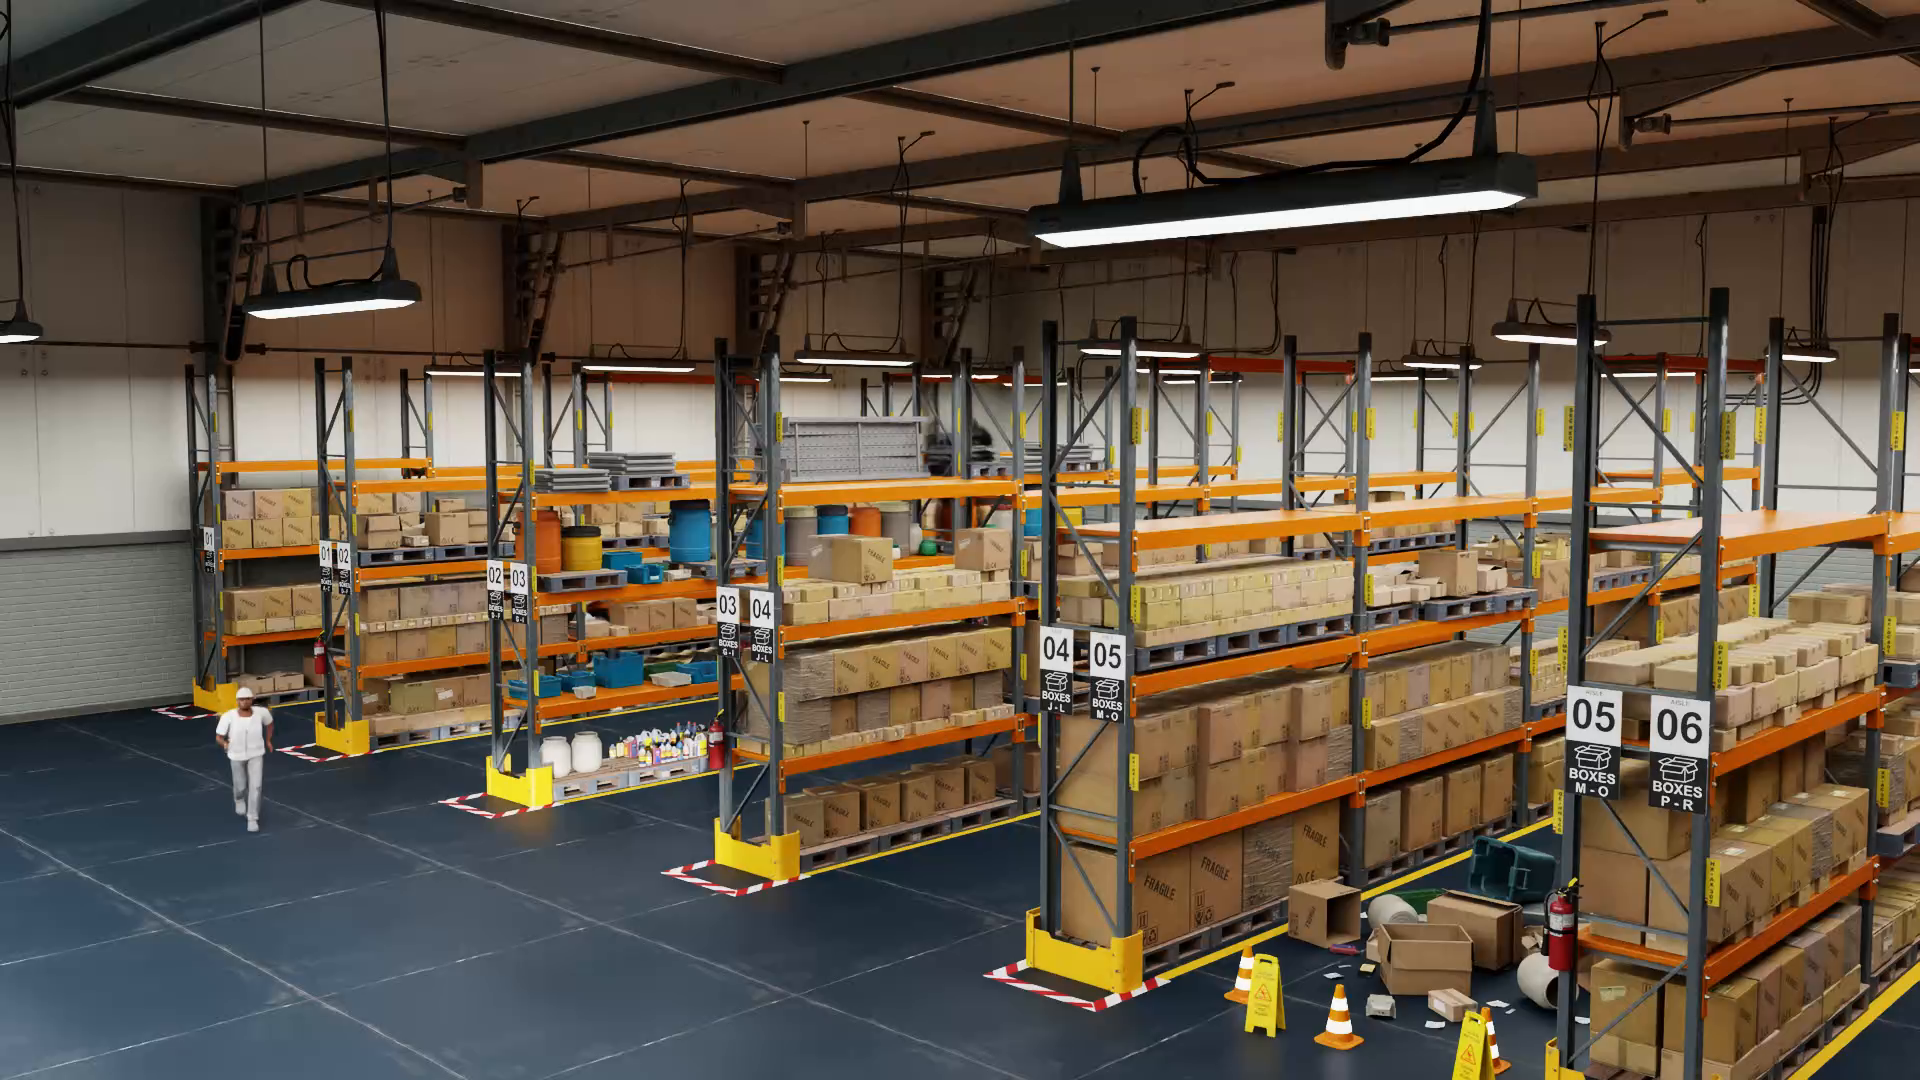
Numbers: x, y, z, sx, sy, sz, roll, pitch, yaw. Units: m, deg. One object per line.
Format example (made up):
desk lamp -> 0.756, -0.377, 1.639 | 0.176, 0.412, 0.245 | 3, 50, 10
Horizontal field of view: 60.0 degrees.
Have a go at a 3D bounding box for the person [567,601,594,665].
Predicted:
person -> -7.049, 1.927, 30.983 | 0.643, 1.726, 0.576 | 3, 6, 38

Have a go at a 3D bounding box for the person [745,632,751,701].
person -> -3.478, 2.207, 27.772 | 0.586, 1.636, 0.914 | 4, 6, 40

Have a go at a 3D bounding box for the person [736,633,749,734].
person -> -3.539, 2.285, 26.588 | 0.611, 1.776, 0.801 | 4, 6, 44

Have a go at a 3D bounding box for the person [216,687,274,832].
person -> -8.910, 2.694, 20.756 | 0.681, 1.754, 0.948 | -2, 5, -26
